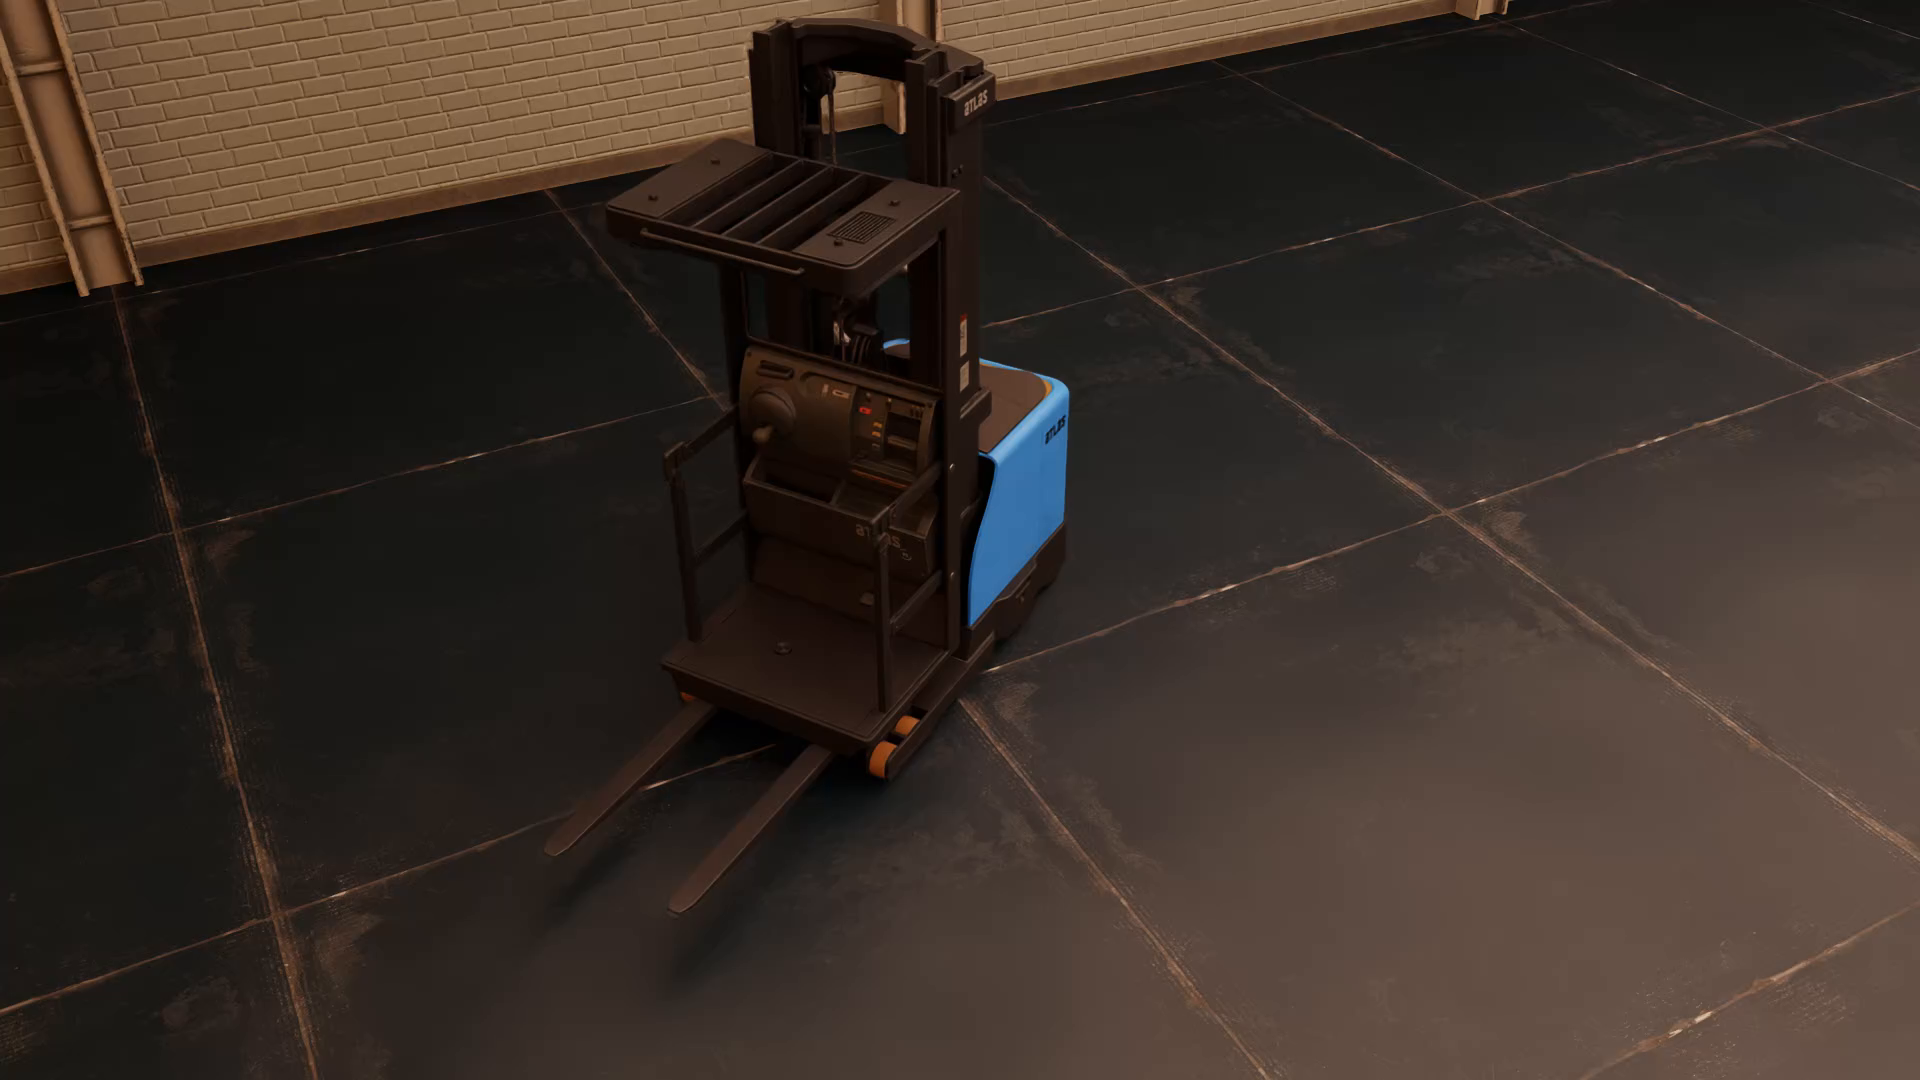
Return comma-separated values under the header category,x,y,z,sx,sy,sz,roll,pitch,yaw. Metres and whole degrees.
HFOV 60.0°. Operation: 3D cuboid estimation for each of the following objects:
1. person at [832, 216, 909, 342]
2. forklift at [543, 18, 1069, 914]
category,x,y,z,sx,sy,sz,roll,pitch,yaw
person,-0.372,-0.971,8.686,0.836,1.572,1.041,13,37,17
forklift,-0.620,-0.461,6.775,1.130,2.935,3.031,18,39,23
